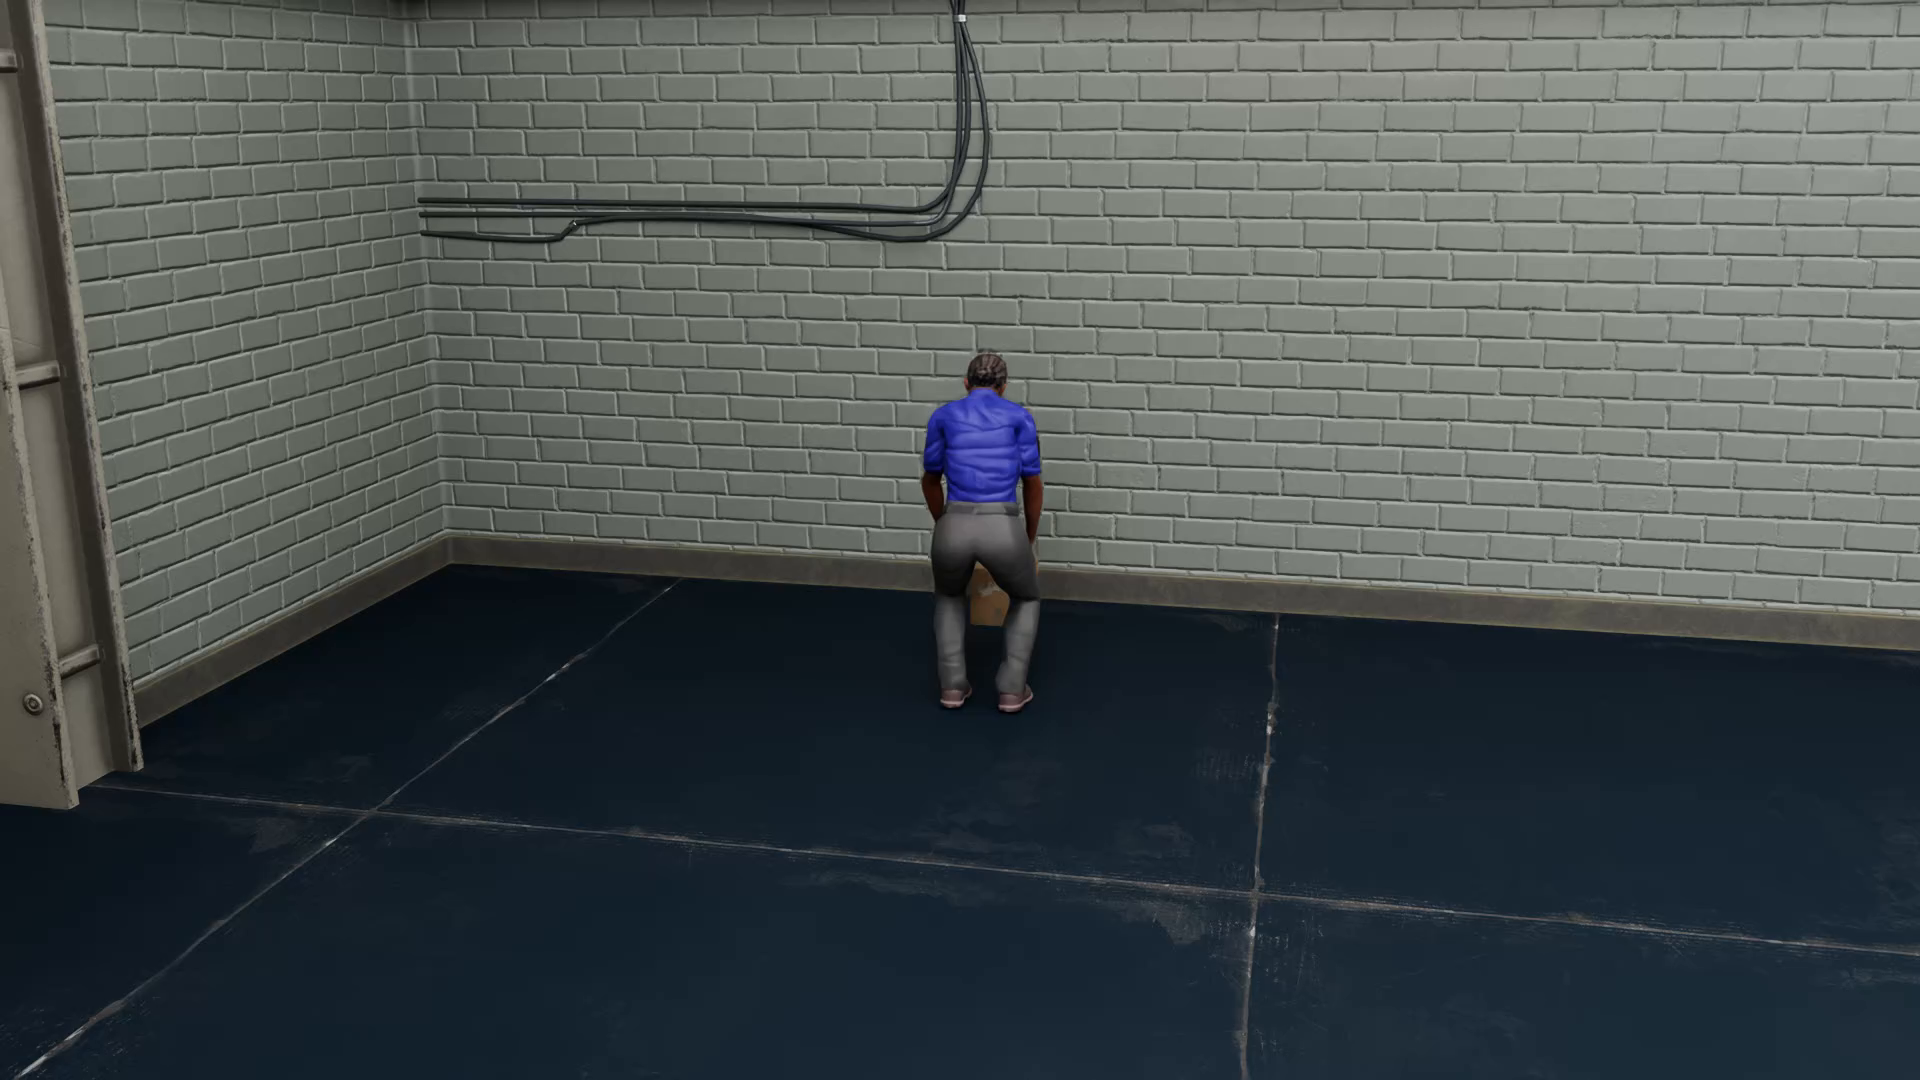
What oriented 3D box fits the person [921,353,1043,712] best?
[{"bbox_3d":[0.072,-0.022,6.651,0.495,1.390,0.617,3,15,11],"label":"person"}]
